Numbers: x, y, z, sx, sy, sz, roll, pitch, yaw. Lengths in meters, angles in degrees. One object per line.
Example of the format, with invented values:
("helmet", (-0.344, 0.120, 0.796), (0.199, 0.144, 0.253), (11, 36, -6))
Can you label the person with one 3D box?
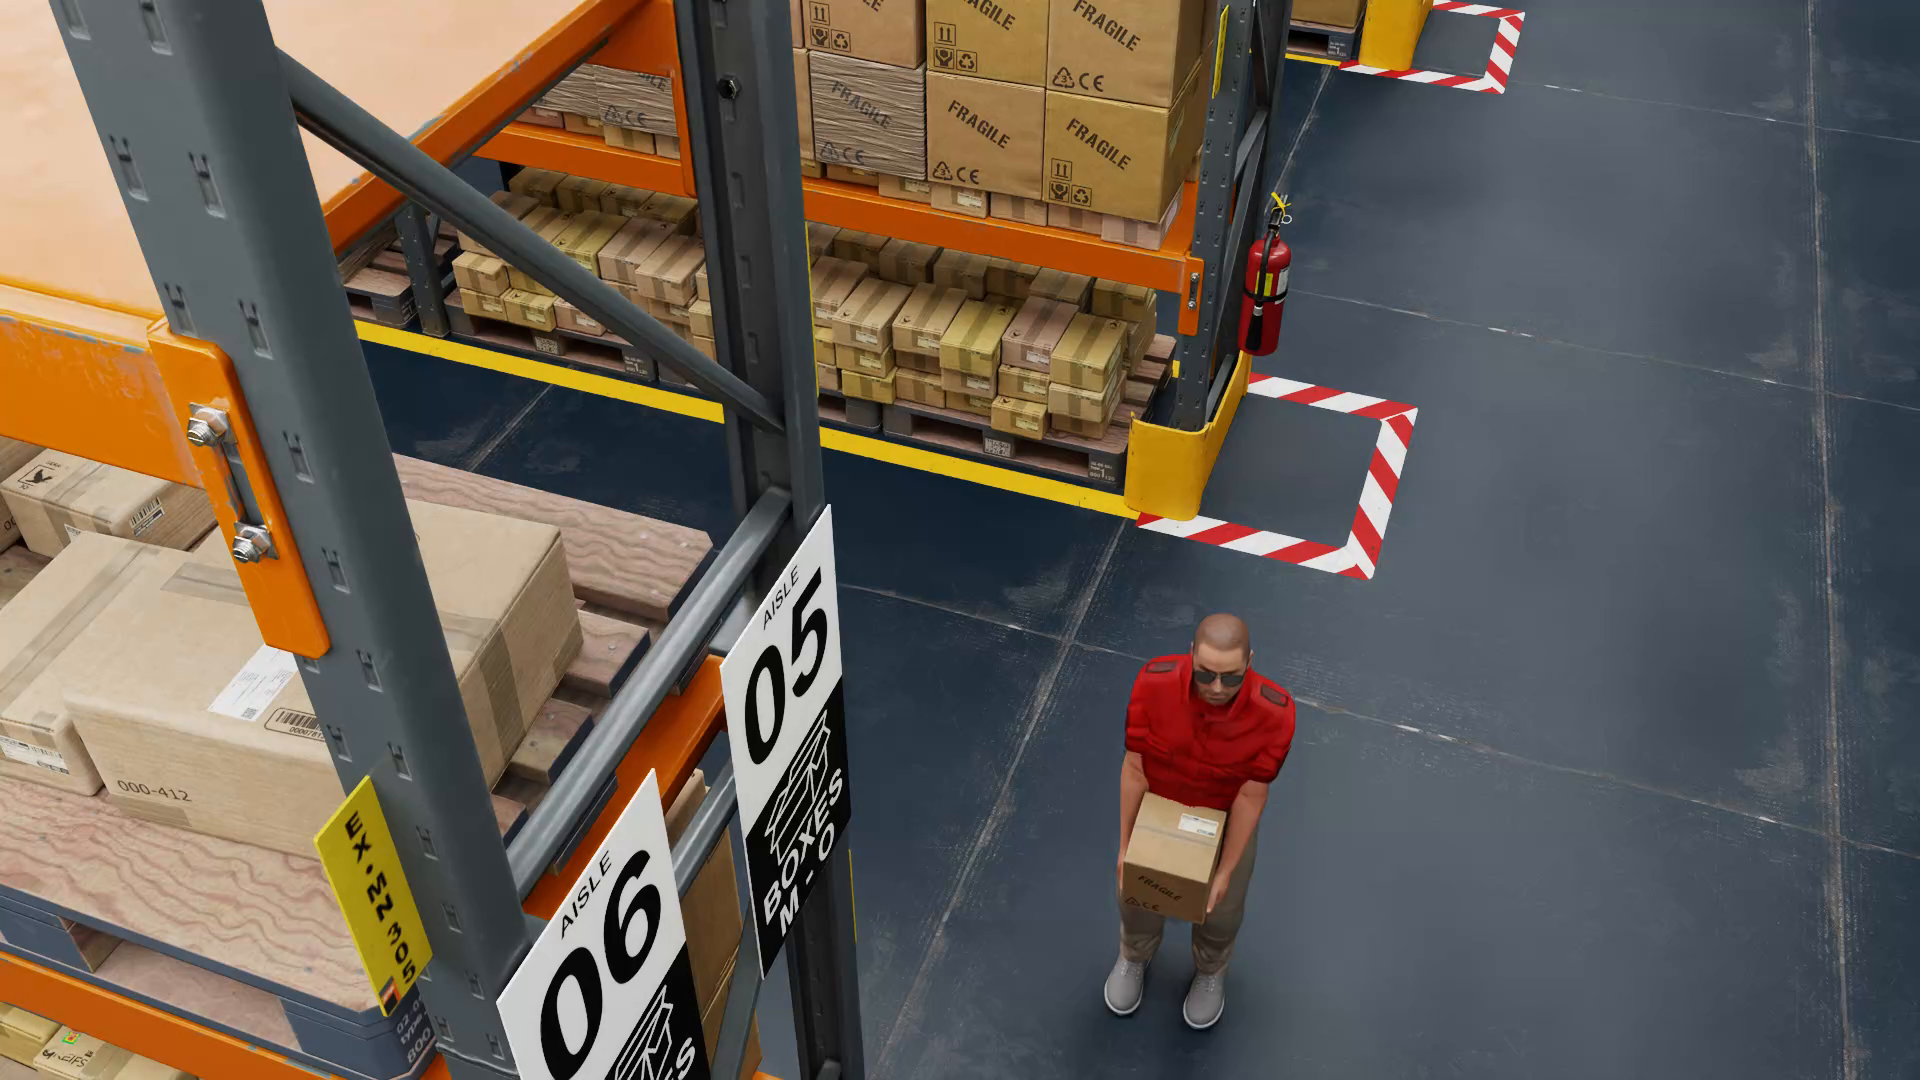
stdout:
("person", (0.714, 0.910, 5.142), (0.490, 1.725, 0.550), (13, 43, 14))
